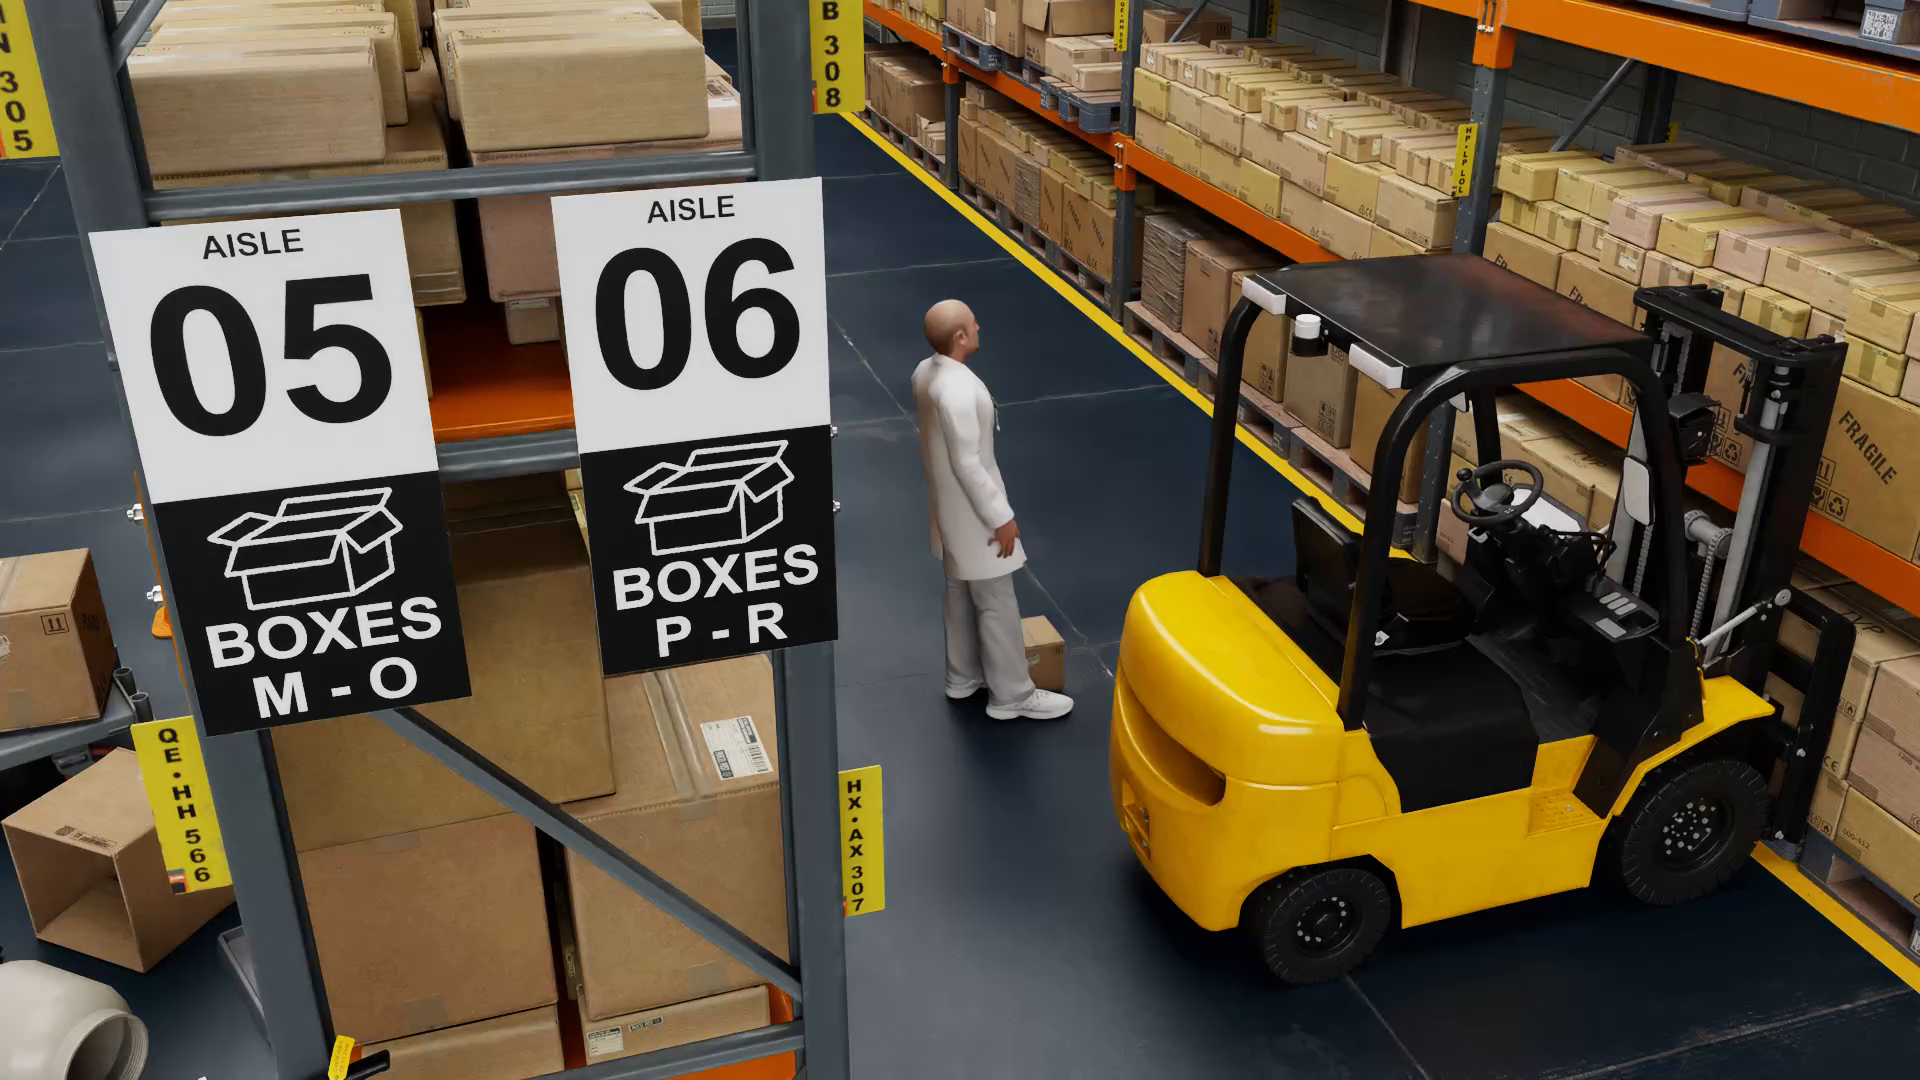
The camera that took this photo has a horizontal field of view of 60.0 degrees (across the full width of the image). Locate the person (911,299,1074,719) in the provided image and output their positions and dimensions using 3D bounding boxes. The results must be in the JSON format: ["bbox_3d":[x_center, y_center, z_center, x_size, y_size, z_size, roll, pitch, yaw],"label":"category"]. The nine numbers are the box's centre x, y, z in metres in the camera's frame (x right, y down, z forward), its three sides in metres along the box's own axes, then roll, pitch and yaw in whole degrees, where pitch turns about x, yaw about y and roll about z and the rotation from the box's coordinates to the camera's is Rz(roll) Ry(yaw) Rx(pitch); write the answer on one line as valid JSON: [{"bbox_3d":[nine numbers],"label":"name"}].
[{"bbox_3d":[0.124,-0.142,6.901,0.581,1.776,0.678,-8,27,-16],"label":"person"}]
